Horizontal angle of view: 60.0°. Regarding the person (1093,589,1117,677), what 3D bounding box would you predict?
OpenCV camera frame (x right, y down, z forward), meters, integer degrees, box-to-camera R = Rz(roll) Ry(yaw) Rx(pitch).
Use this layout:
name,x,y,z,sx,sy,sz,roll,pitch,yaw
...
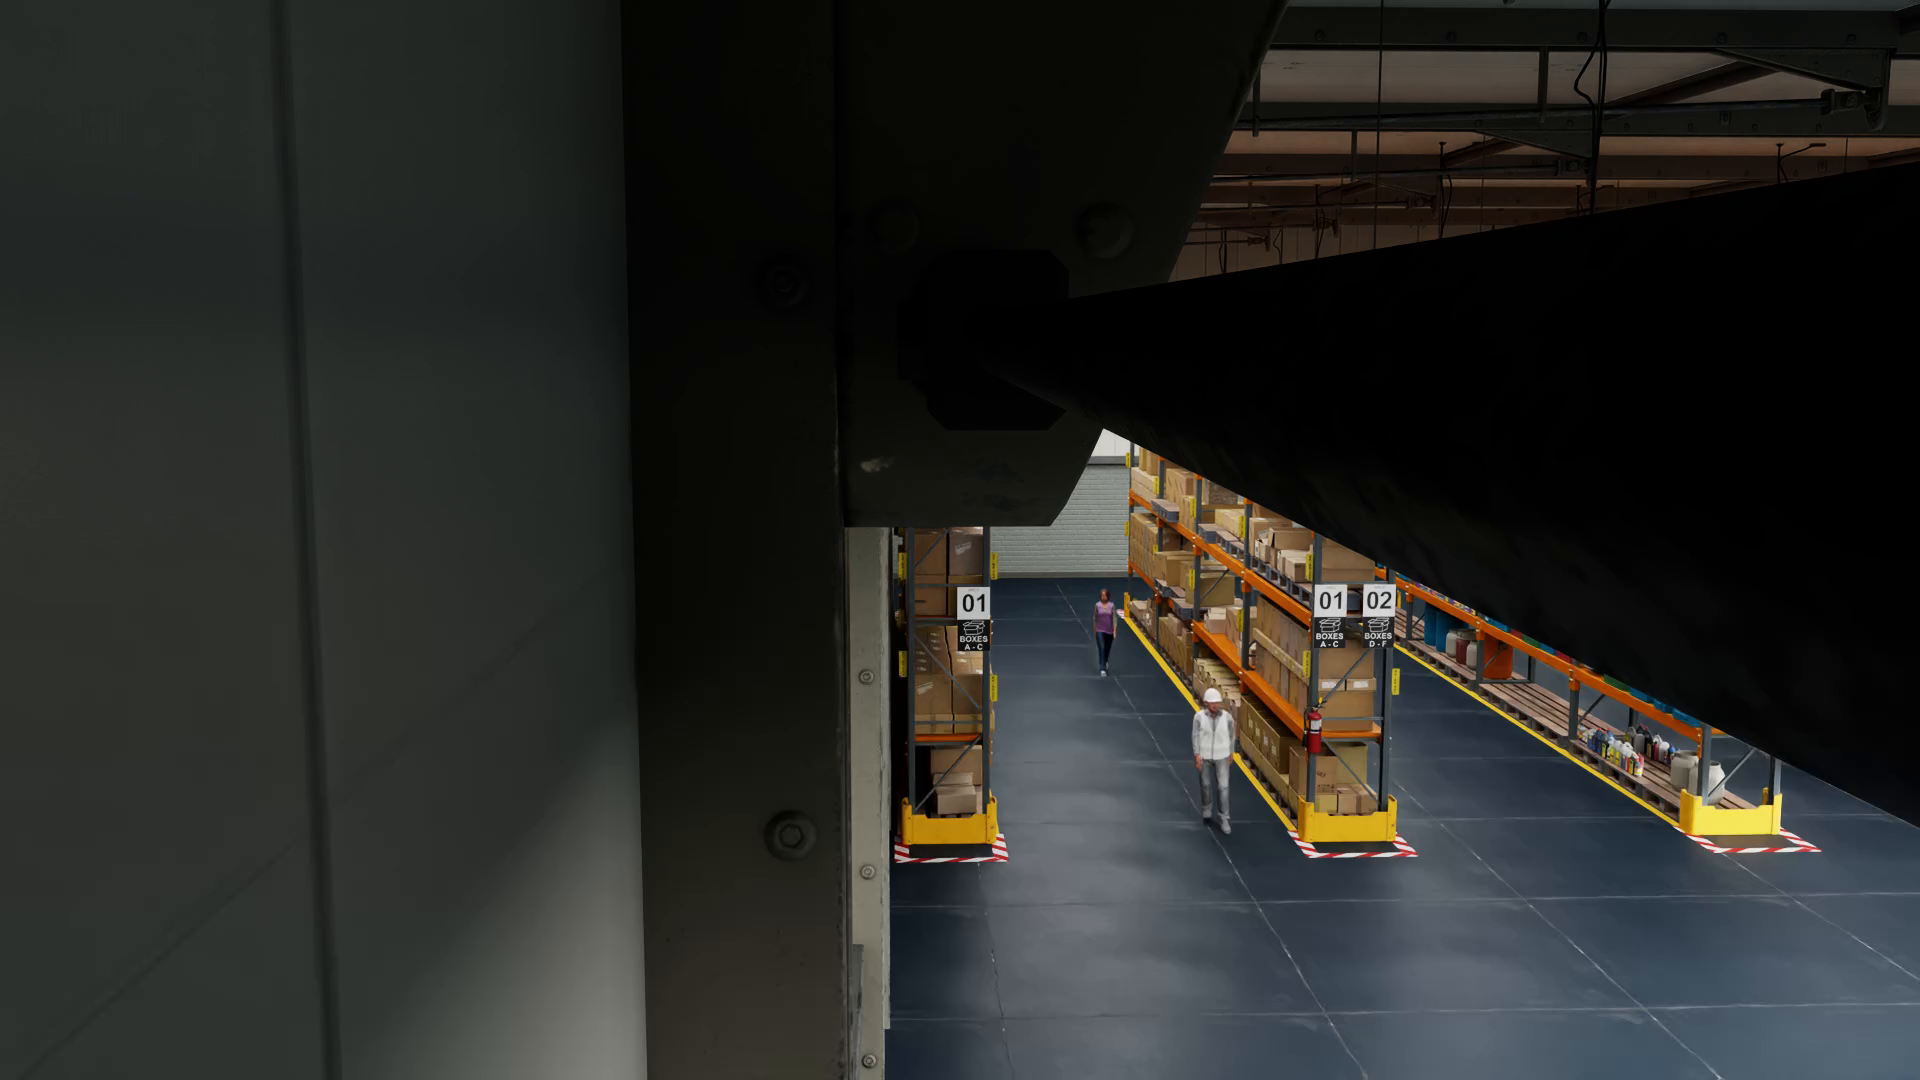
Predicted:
name,x,y,z,sx,sy,sz,roll,pitch,yaw
person,2.650,1.679,30.315,0.415,1.513,0.972,0,7,-4

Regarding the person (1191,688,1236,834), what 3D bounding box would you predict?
name,x,y,z,sx,sy,sz,roll,pitch,yaw
person,3.213,2.751,21.120,0.552,1.744,0.879,1,7,10
